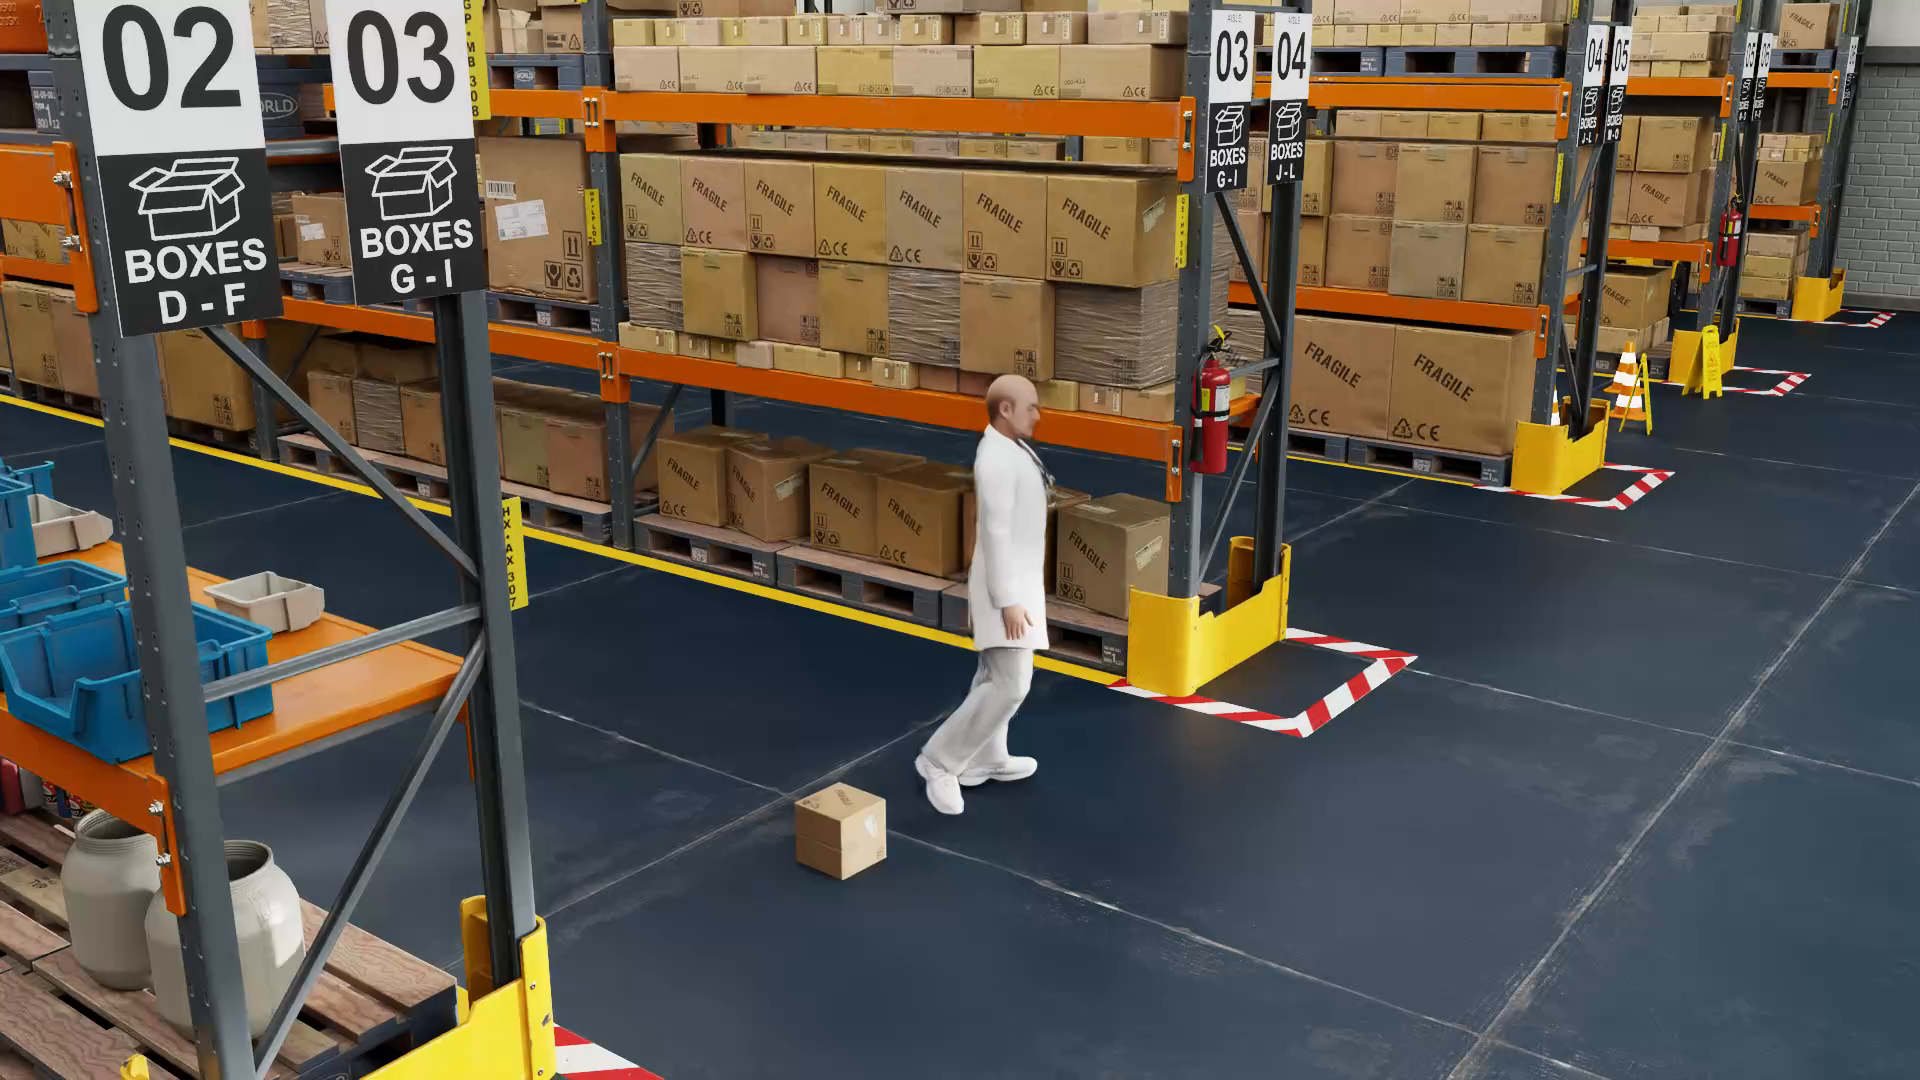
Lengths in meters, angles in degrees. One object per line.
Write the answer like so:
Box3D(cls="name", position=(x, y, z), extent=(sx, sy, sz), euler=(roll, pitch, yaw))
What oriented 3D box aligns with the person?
Box3D(cls="person", position=(0.099, 0.217, 6.780), extent=(0.561, 1.767, 0.769), euler=(1, 16, 3))
